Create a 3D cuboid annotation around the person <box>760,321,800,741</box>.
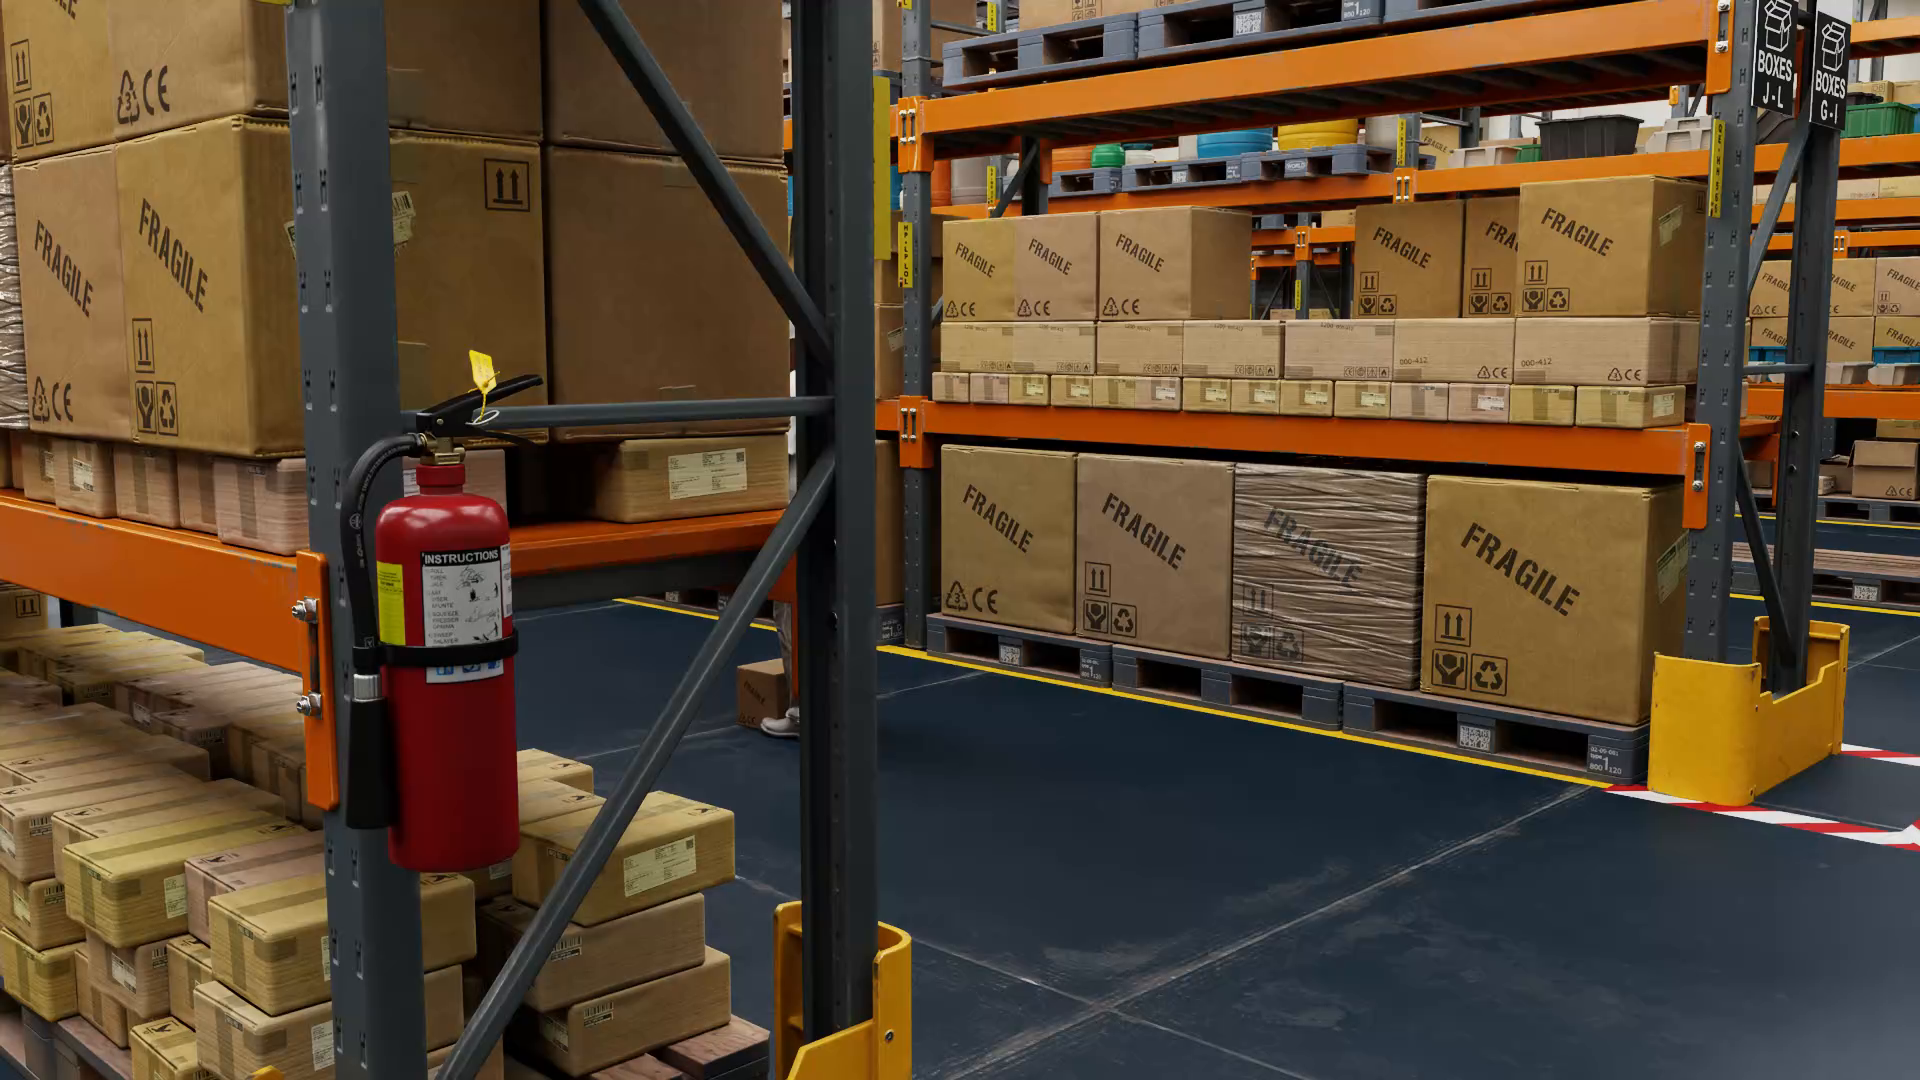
[{"bbox_3d":[-0.603,-0.071,6.782,0.461,1.755,0.634,6,9,40],"label":"person"}]
